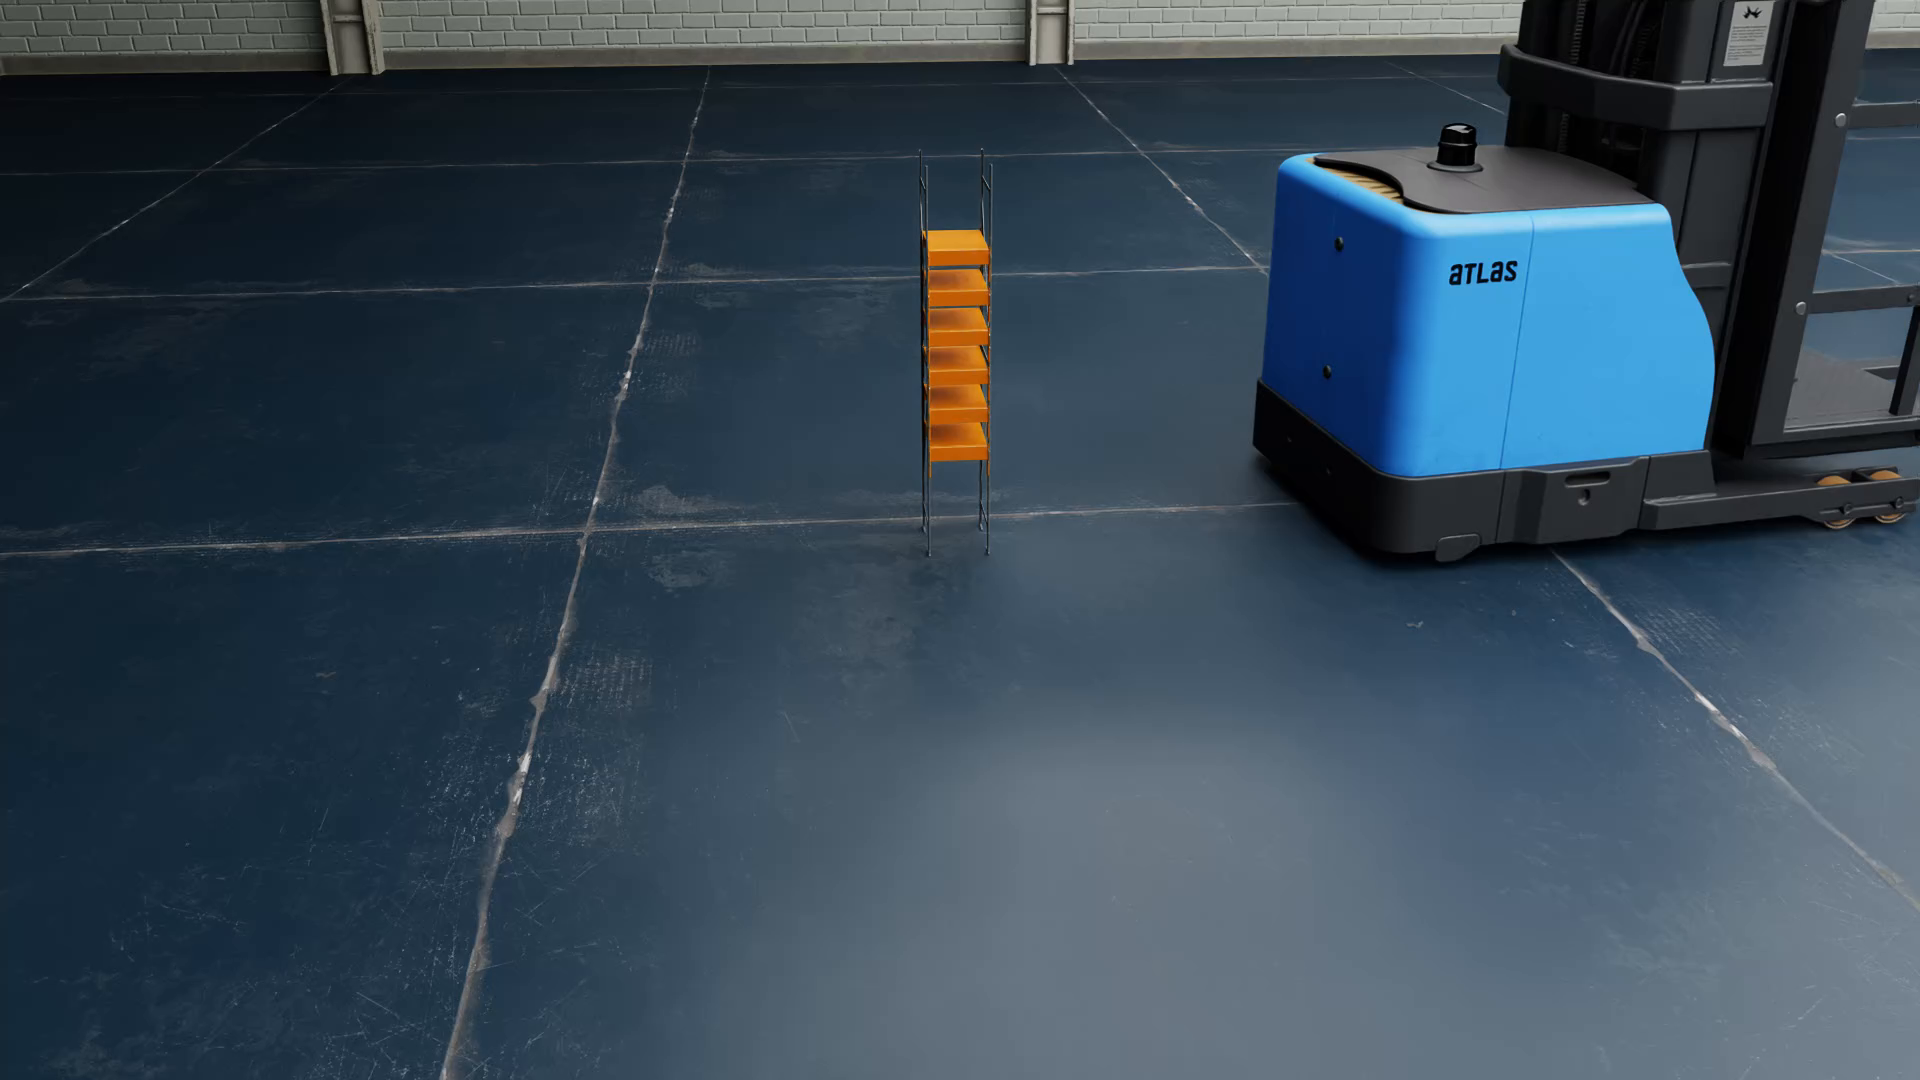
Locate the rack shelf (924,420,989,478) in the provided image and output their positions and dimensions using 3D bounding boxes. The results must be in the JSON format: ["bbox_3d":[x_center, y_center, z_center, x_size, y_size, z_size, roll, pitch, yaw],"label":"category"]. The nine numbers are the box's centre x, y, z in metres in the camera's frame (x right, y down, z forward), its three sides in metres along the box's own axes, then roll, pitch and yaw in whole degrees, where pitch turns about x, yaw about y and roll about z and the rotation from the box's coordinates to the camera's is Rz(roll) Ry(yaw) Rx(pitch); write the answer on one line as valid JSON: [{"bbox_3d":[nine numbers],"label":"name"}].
[{"bbox_3d":[-0.014,-0.288,5.121,0.180,0.103,0.258,-2,24,-5],"label":"rack shelf"}]

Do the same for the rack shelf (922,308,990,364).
[{"bbox_3d":[-0.014,-0.617,4.974,0.180,0.103,0.258,-2,24,-5],"label":"rack shelf"}]

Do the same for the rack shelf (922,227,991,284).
[{"bbox_3d":[-0.014,-0.836,4.877,0.180,0.103,0.258,-2,24,-5],"label":"rack shelf"}]

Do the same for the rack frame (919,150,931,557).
[{"bbox_3d":[-0.105,-0.544,4.997,0.006,1.200,0.240,-2,24,-5],"label":"rack frame"}]

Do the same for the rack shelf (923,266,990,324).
[{"bbox_3d":[-0.014,-0.726,4.926,0.180,0.103,0.258,-2,24,-5],"label":"rack shelf"}]

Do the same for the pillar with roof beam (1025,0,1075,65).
[{"bbox_3d":[1.218,-6.638,9.105,0.400,9.000,9.100,-2,24,-5],"label":"pillar with roof beam"}]

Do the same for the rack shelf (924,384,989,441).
[{"bbox_3d":[-0.014,-0.397,5.072,0.180,0.103,0.258,-2,24,-5],"label":"rack shelf"}]

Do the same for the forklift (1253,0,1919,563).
[{"bbox_3d":[2.599,-1.577,5.190,3.031,2.935,1.130,-6,25,-13],"label":"forklift"}]

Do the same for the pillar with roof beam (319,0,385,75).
[{"bbox_3d":[-4.753,-6.398,8.566,0.400,9.000,9.100,-2,24,-5],"label":"pillar with roof beam"}]

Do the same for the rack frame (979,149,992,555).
[{"bbox_3d":[0.077,-0.551,5.013,0.006,1.200,0.240,-2,24,-5],"label":"rack frame"}]

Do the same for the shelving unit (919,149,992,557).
[{"bbox_3d":[-0.014,-0.548,5.005,0.189,1.200,0.258,-2,24,-5],"label":"shelving unit"}]

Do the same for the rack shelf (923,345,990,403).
[{"bbox_3d":[-0.014,-0.507,5.023,0.180,0.103,0.258,-2,24,-5],"label":"rack shelf"}]
